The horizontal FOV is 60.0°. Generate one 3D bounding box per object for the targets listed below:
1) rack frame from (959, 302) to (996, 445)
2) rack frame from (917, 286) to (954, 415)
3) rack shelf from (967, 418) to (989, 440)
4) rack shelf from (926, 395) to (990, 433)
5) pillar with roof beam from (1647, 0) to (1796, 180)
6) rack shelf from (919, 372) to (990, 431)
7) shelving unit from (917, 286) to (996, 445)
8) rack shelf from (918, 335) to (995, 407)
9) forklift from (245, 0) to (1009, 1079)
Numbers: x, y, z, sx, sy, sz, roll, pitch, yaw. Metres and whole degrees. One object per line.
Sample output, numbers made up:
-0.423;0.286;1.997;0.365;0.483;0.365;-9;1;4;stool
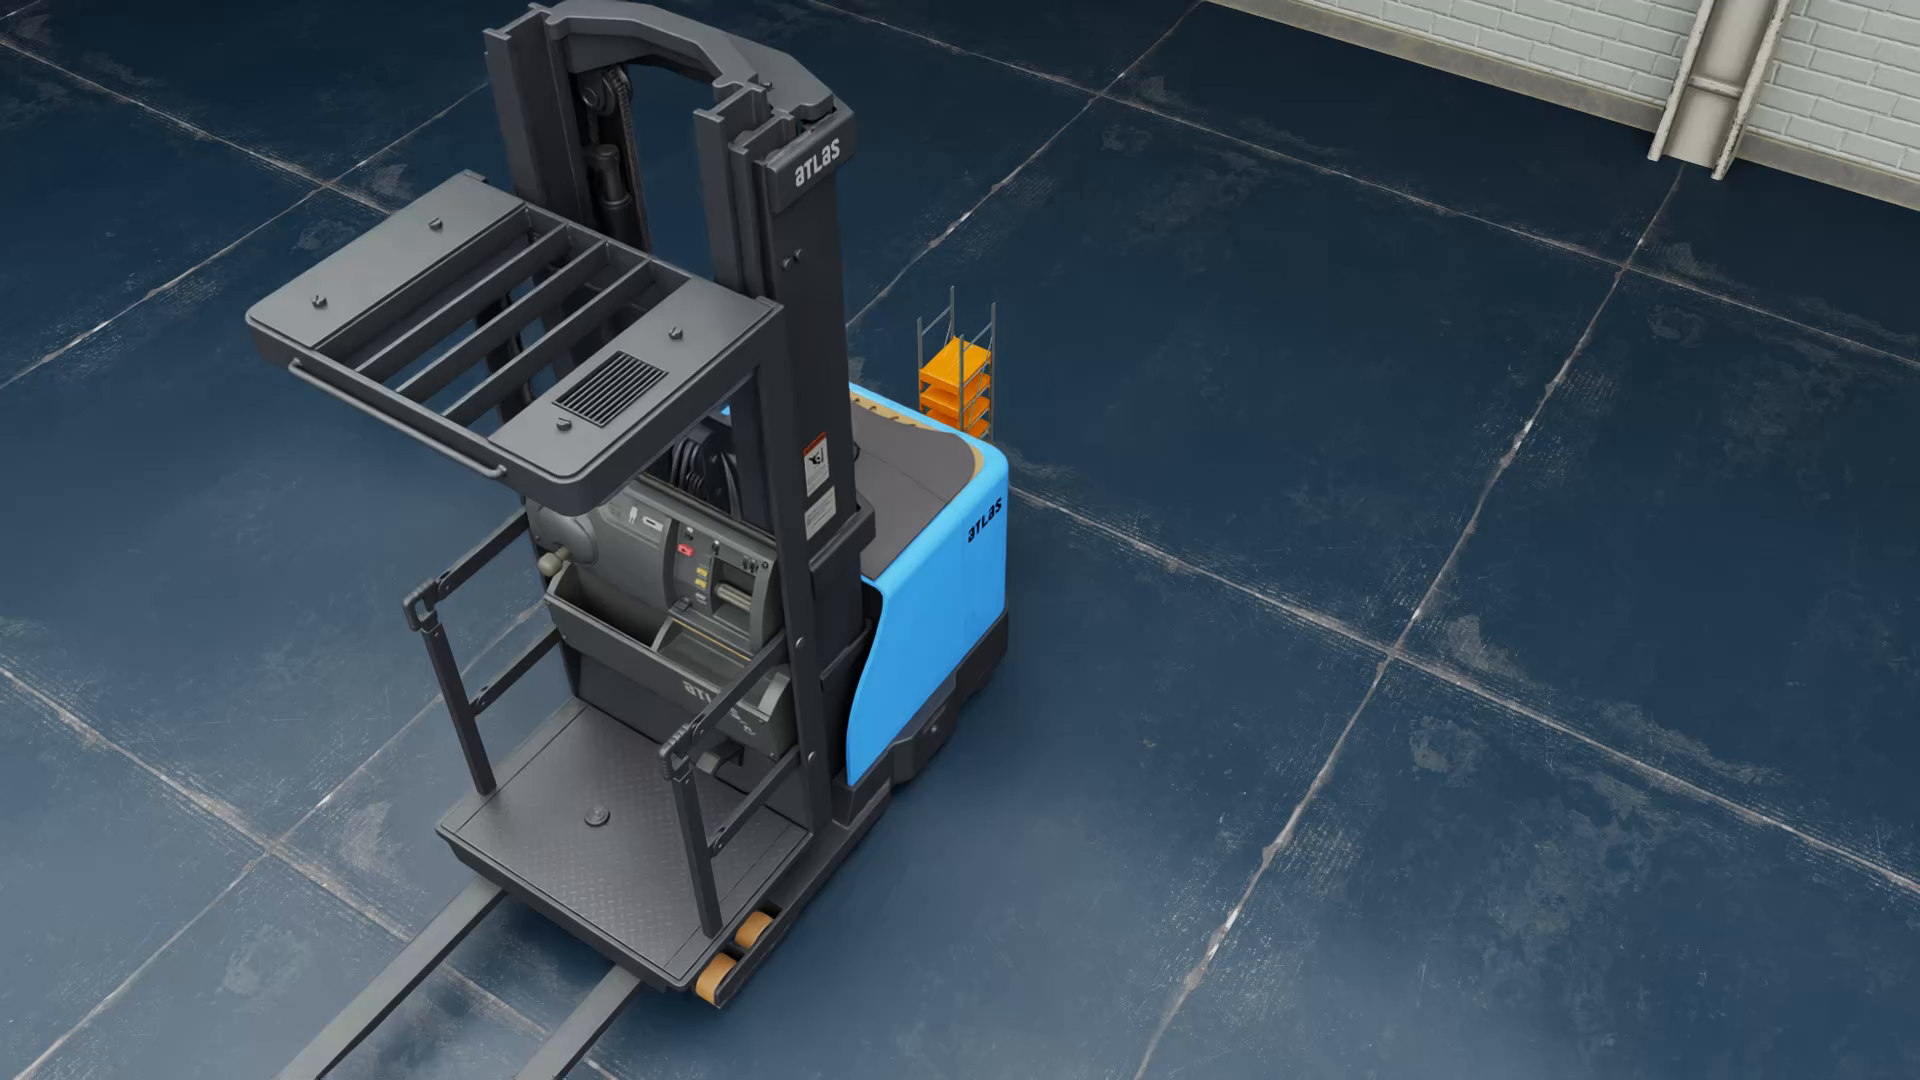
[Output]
0.065;-0.388;6.513;0.006;1.200;0.240;25;51;22;rack frame
-0.089;-0.459;6.581;0.006;1.200;0.240;25;51;22;rack frame
-0.012;-0.393;6.579;0.180;0.103;0.258;25;51;22;rack shelf
-0.012;-0.476;6.493;0.180;0.103;0.258;25;51;22;rack shelf
1.632;-2.614;3.237;0.400;9.000;9.100;25;51;22;pillar with roof beam
-0.012;-0.560;6.407;0.180;0.103;0.258;25;51;22;rack shelf
-0.012;-0.424;6.547;0.189;1.200;0.258;25;51;22;shelving unit
-0.012;-0.644;6.321;0.180;0.103;0.258;25;51;22;rack shelf
-1.048;0.113;4.819;1.130;2.935;3.031;25;51;23;forklift
